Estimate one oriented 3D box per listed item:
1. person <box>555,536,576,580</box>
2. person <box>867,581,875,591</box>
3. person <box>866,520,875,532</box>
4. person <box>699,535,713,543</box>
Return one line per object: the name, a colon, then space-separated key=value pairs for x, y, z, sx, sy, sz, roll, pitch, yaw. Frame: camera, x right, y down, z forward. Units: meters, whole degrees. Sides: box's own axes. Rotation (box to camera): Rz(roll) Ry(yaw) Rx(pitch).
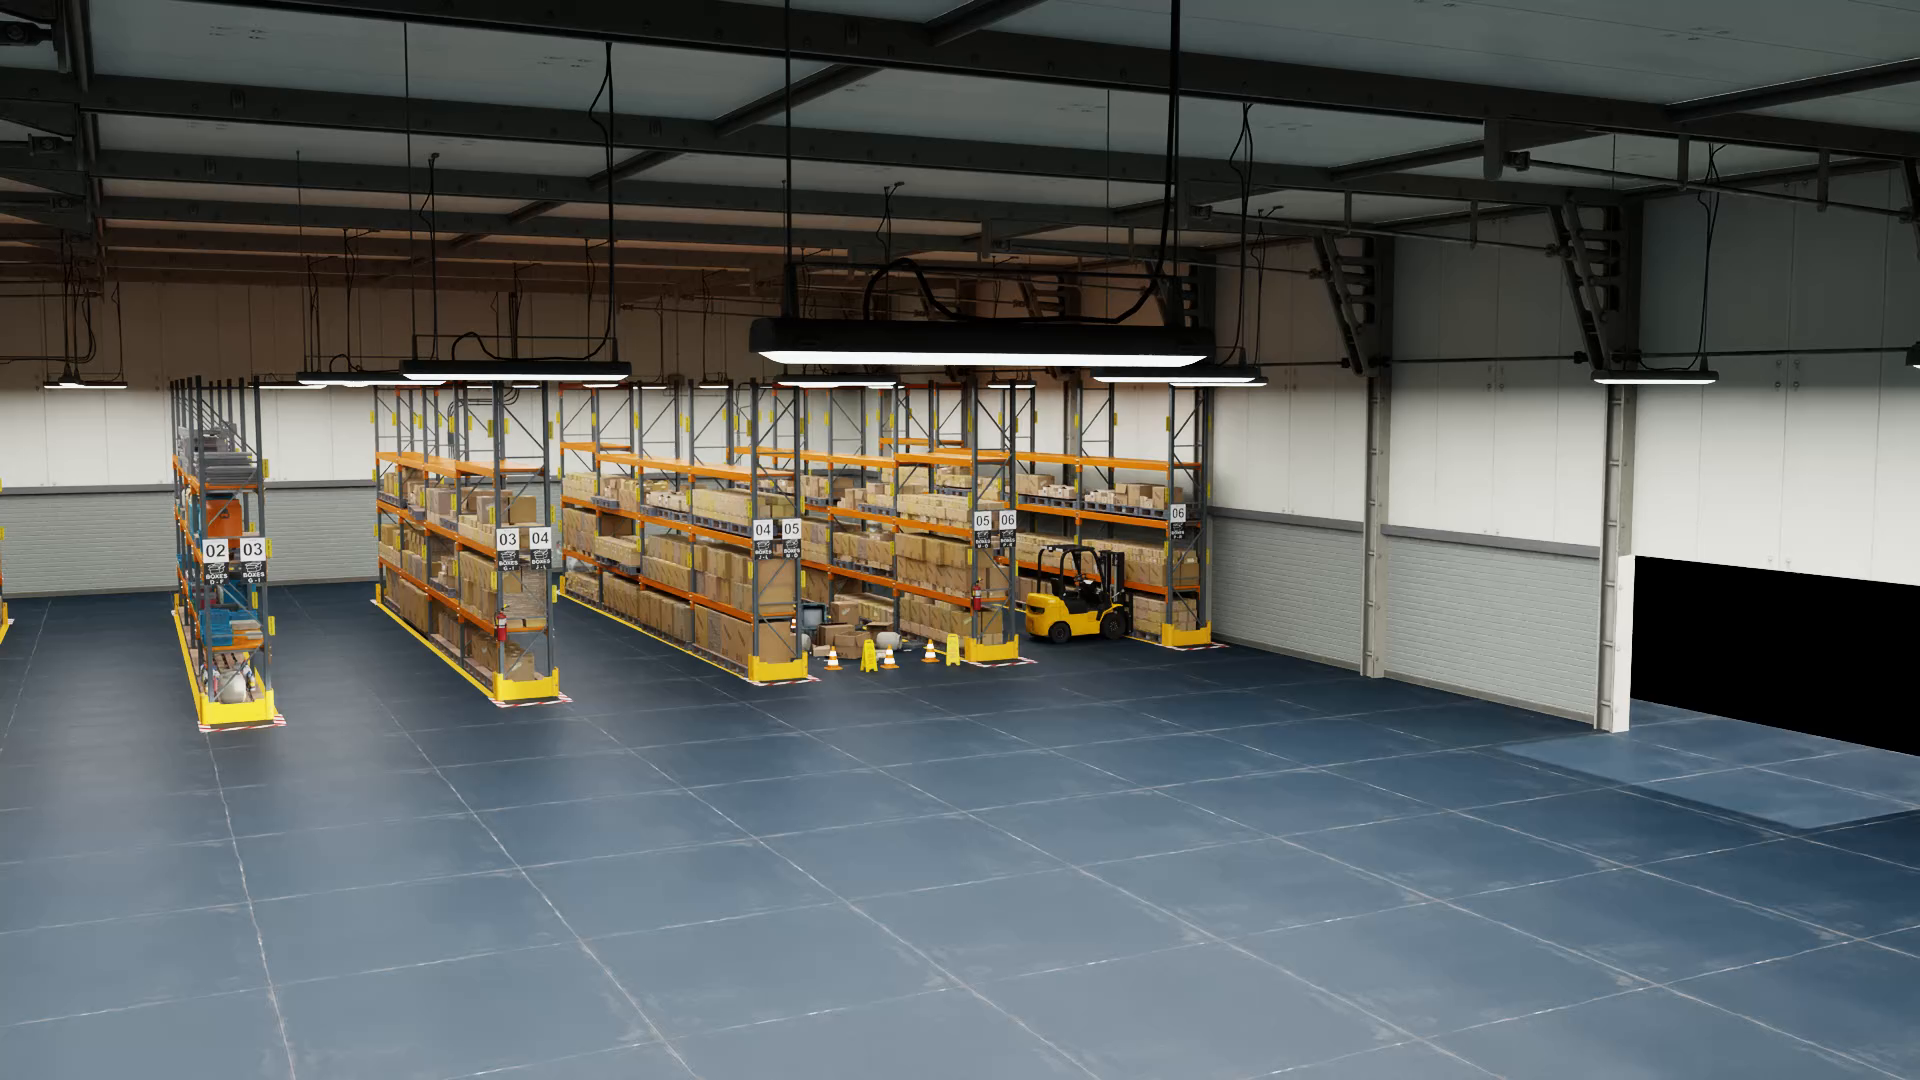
person: x=-11.919 y=0.459 z=50.435 sx=0.688 sy=1.581 sz=0.914 roll=0 pitch=5 yaw=-2
person: x=-2.607 y=0.539 z=45.659 sx=0.703 sy=1.695 sz=0.674 roll=5 pitch=7 yaw=44
person: x=-2.642 y=0.306 z=47.667 sx=0.731 sy=1.809 sz=0.672 roll=3 pitch=6 yaw=32
person: x=-7.712 y=0.407 z=50.843 sx=0.583 sy=1.635 sz=0.595 roll=-5 pitch=7 yaw=-43
